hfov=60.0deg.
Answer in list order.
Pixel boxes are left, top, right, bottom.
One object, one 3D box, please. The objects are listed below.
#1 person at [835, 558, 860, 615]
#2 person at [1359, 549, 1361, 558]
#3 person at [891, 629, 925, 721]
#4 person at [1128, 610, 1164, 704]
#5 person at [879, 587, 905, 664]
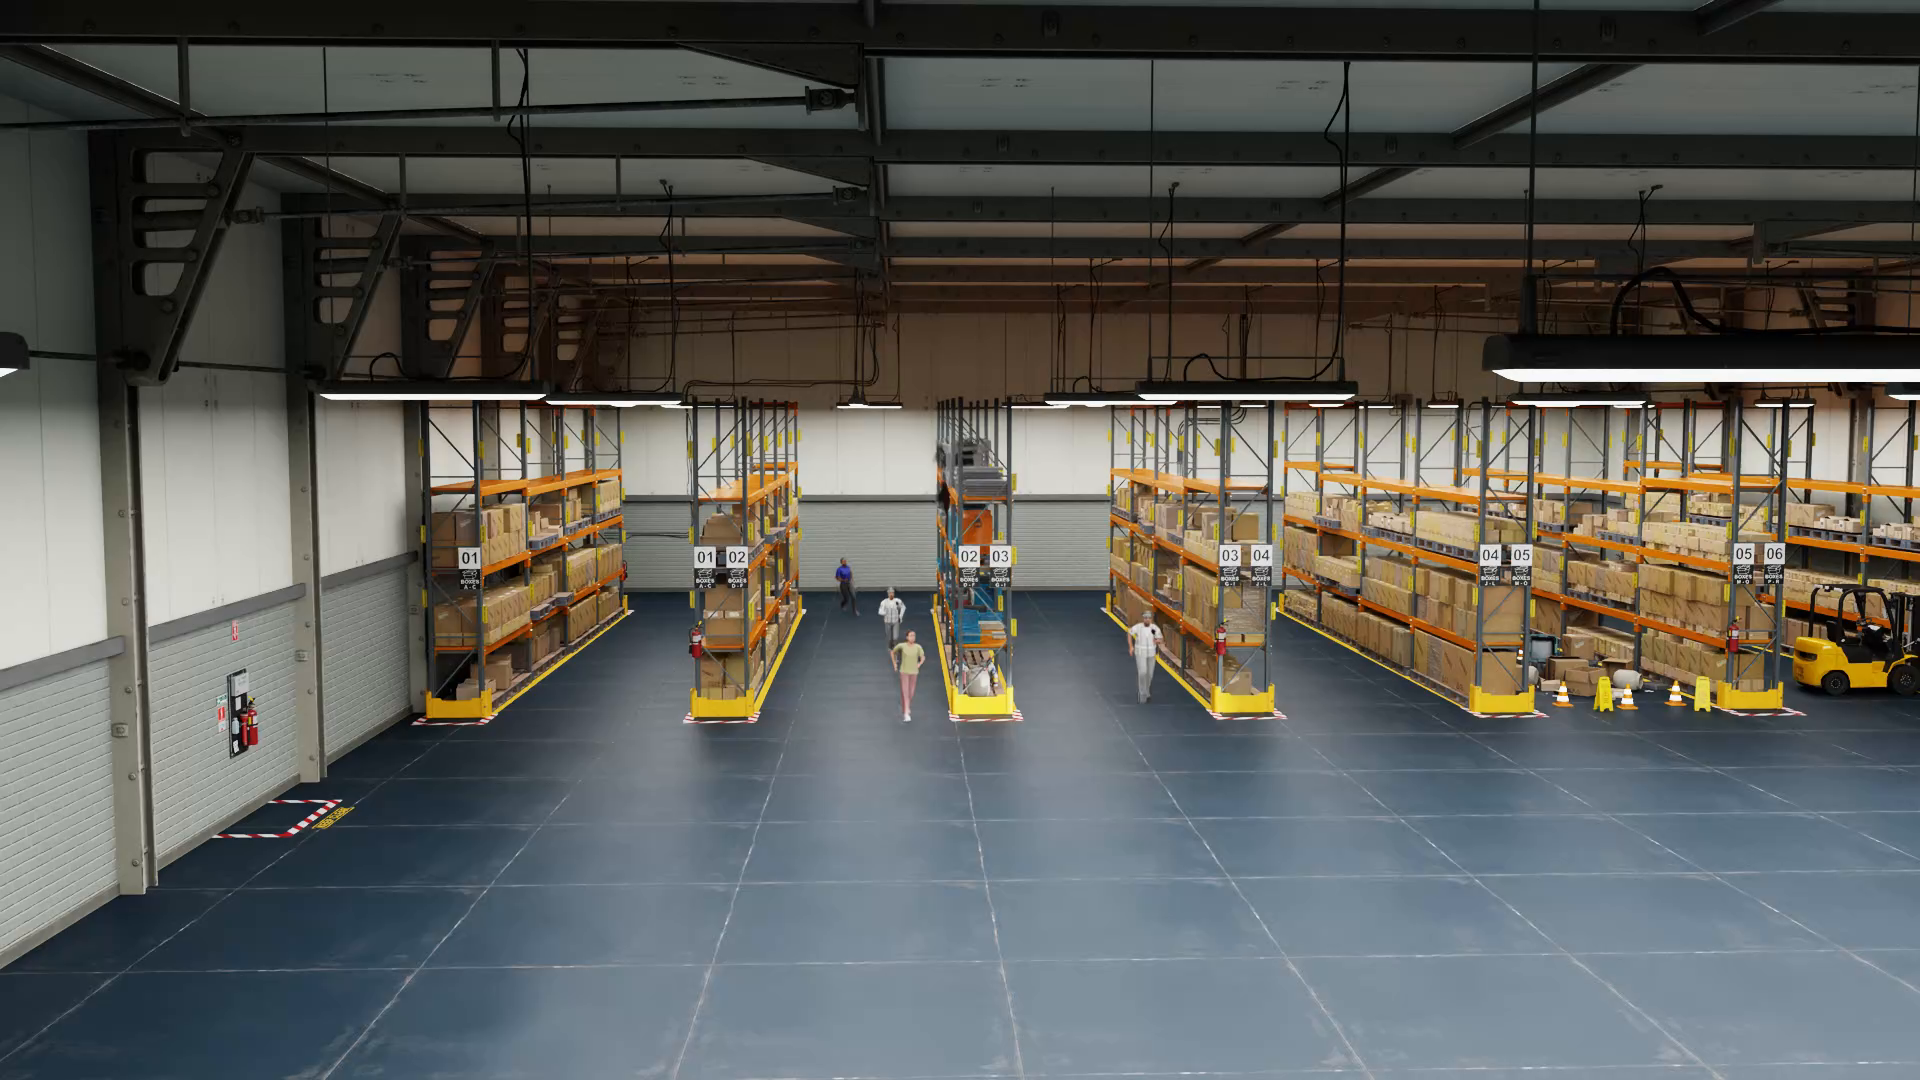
[{"bbox_3d":[-3.259,1.309,46.936,0.615,1.641,0.823,-3,5,-34],"label":"person"},{"bbox_3d":[11.783,1.039,49.123,0.976,1.705,0.658,0,4,3],"label":"person"},{"bbox_3d":[-0.920,2.482,30.962,0.612,1.630,0.932,-1,5,-19],"label":"person"},{"bbox_3d":[3.688,2.295,32.885,0.644,1.837,0.858,-1,4,-9],"label":"person"},{"bbox_3d":[-1.564,1.935,38.146,0.599,1.752,0.781,0,4,1],"label":"person"}]
